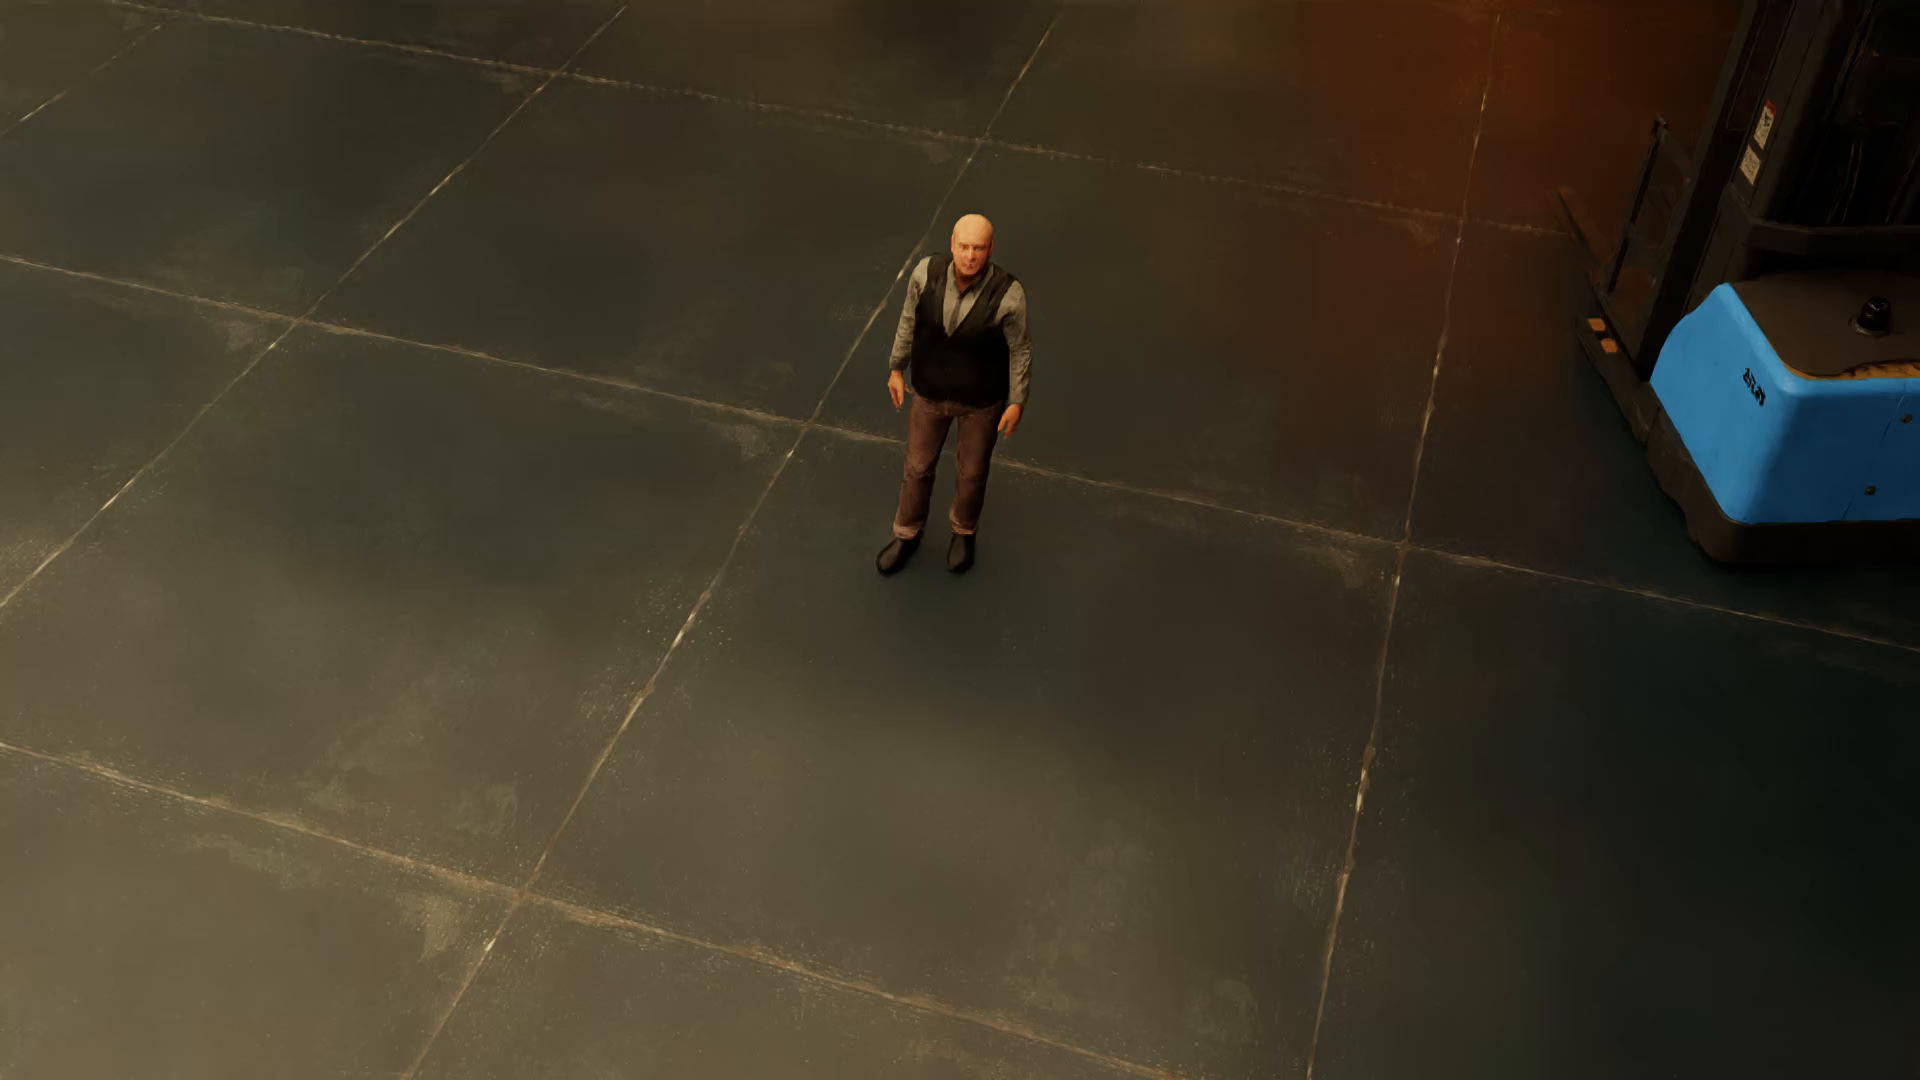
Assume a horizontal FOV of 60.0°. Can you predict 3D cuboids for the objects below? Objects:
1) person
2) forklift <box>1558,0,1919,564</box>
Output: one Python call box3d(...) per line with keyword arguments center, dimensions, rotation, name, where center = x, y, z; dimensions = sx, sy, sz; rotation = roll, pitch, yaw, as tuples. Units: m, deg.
box3d(center=(-0.027, -0.597, 7.208), dimensions=(0.632, 1.720, 0.567), rotation=(12, 44, 13), name="person")
box3d(center=(3.902, -1.952, 7.787), dimensions=(1.130, 2.935, 3.031), rotation=(-2, 43, -2), name="forklift")
